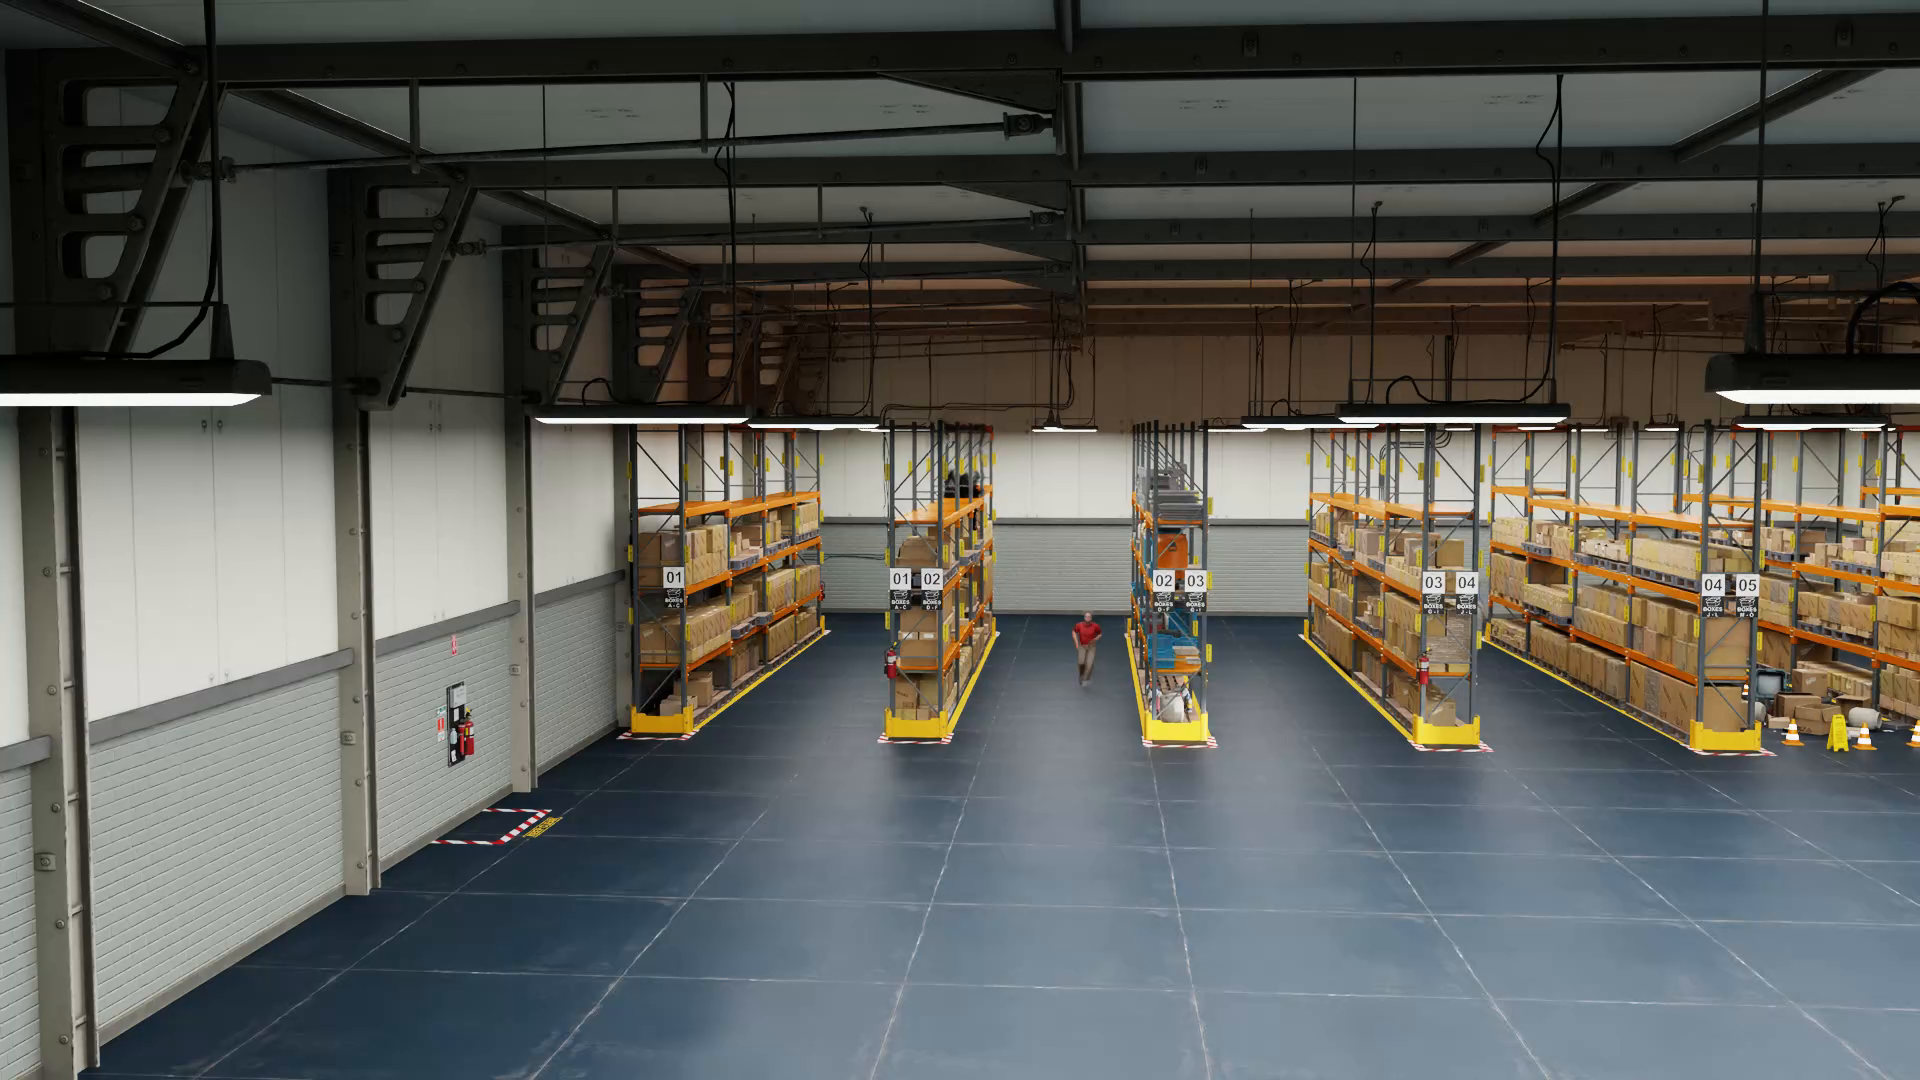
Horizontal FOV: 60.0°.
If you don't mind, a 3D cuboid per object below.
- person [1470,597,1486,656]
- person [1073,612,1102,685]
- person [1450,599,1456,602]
[{"bbox_3d":[13.339,2.188,43.079,0.605,1.614,0.576,0,4,4],"label":"person"},{"bbox_3d":[2.892,2.481,37.769,0.659,1.682,0.662,0,4,4],"label":"person"},{"bbox_3d":[14.034,1.963,47.169,0.740,1.636,0.727,-2,4,-29],"label":"person"}]
